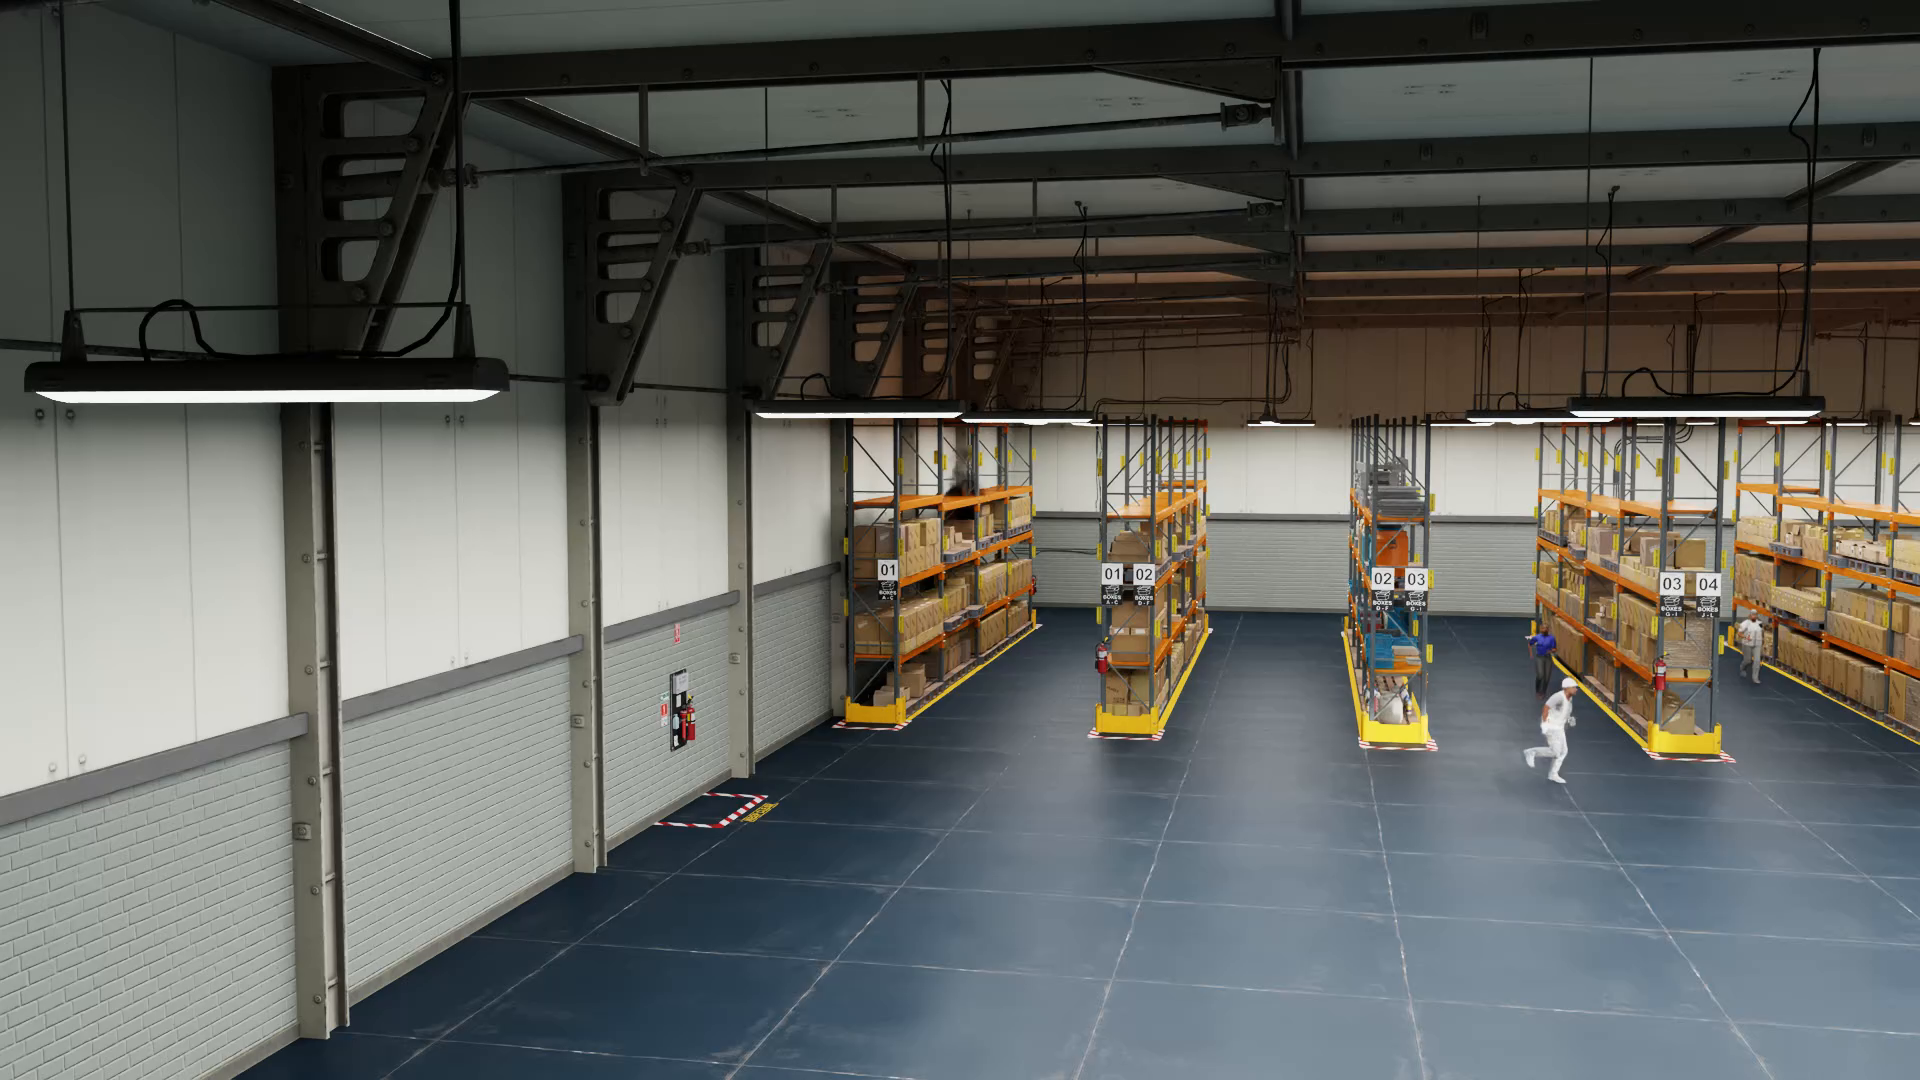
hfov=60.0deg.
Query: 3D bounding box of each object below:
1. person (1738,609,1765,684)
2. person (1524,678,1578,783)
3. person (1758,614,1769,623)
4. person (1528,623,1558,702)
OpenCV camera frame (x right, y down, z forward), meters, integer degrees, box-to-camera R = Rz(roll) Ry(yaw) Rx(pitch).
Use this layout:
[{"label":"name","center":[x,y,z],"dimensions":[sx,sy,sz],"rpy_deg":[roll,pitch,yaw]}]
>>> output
[{"label":"person","center":[17.909,2.388,37.599],"dimensions":[0.618,1.632,0.848],"rpy_deg":[0,4,7]},{"label":"person","center":[9.655,3.082,27.133],"dimensions":[0.838,1.718,0.666],"rpy_deg":[2,5,33]},{"label":"person","center":[21.941,1.912,45.084],"dimensions":[0.687,1.652,0.564],"rpy_deg":[1,4,18]},{"label":"person","center":[12.273,2.571,34.982],"dimensions":[0.548,1.657,0.684],"rpy_deg":[1,4,9]}]
